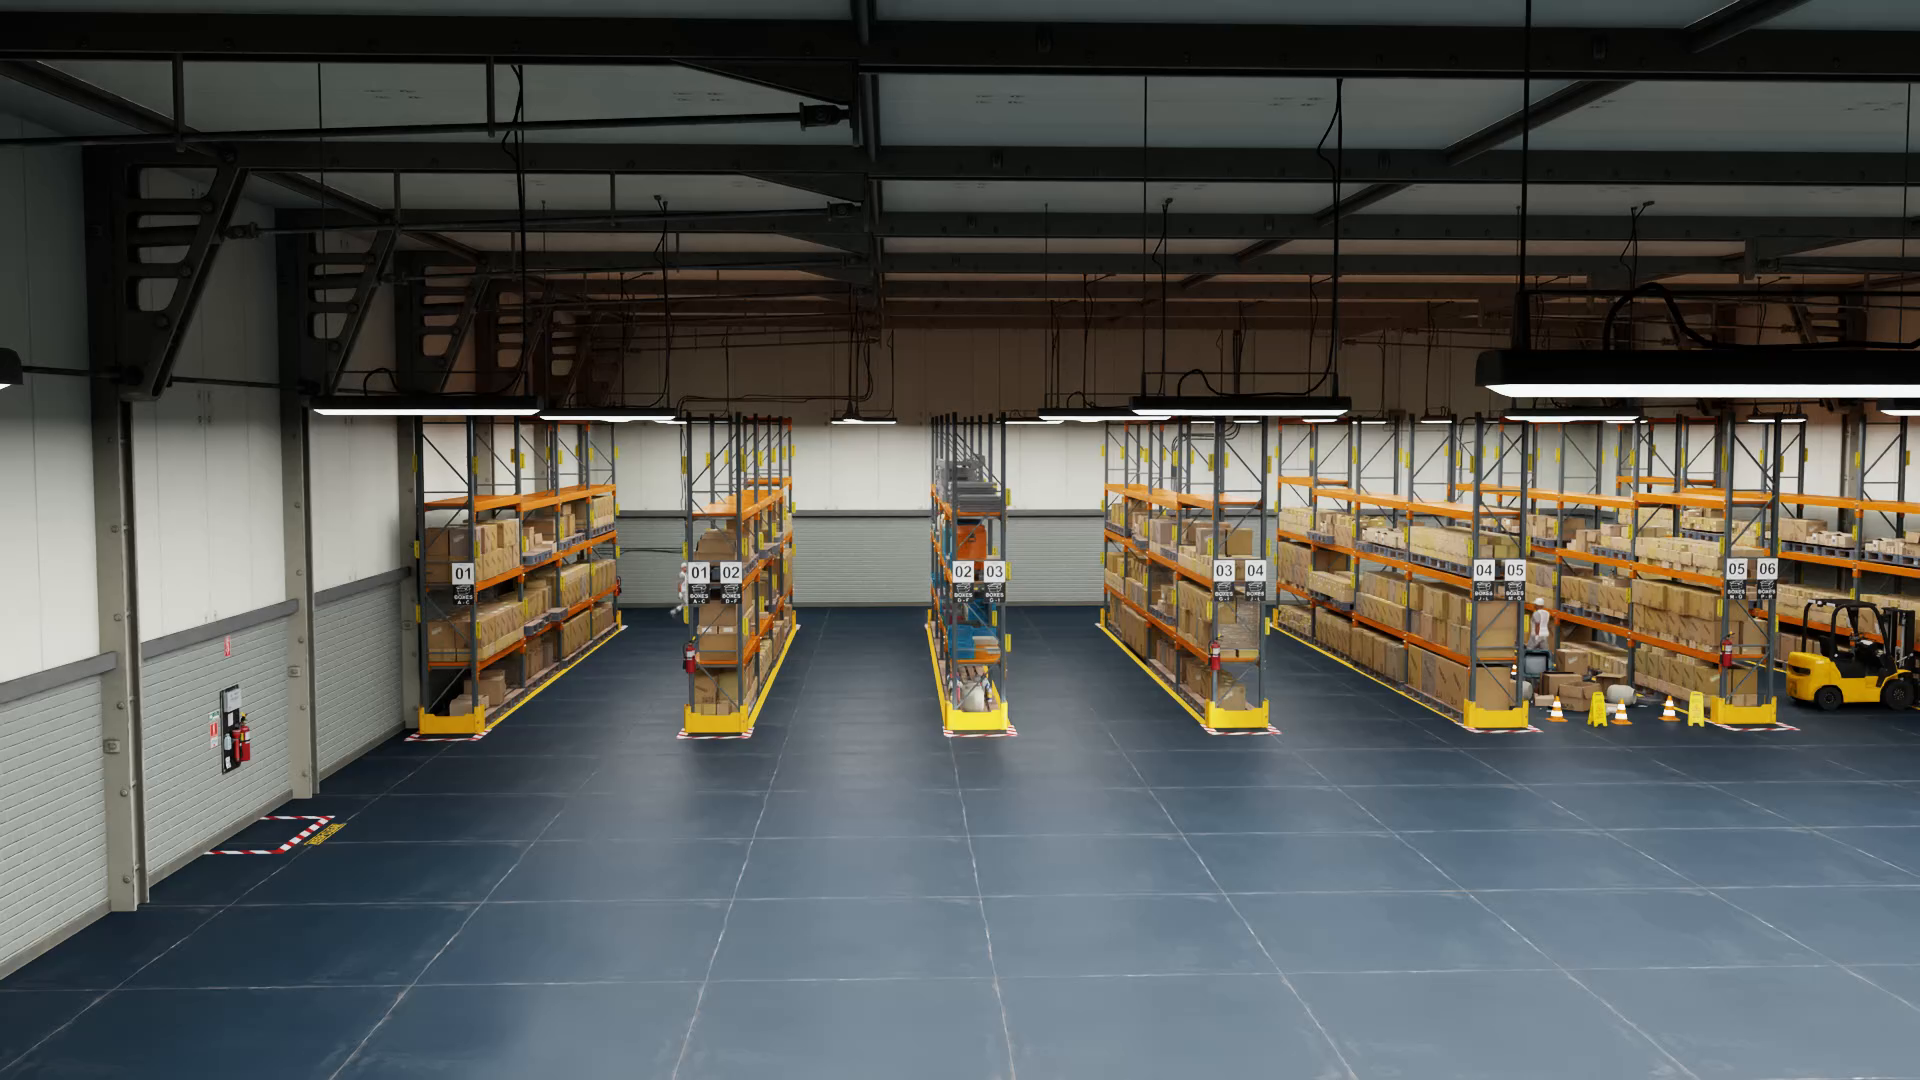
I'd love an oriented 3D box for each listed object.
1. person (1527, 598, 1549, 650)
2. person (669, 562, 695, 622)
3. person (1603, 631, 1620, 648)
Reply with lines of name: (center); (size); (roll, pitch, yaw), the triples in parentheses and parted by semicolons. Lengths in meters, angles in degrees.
person: (13.373, 2.249, 38.259); (0.532, 1.817, 0.556); (-1, 4, -17)
person: (-8.091, 1.533, 48.414); (0.784, 1.775, 0.513); (0, 4, -2)
person: (16.673, 1.986, 42.729); (0.523, 1.675, 0.502); (1, 4, 10)
